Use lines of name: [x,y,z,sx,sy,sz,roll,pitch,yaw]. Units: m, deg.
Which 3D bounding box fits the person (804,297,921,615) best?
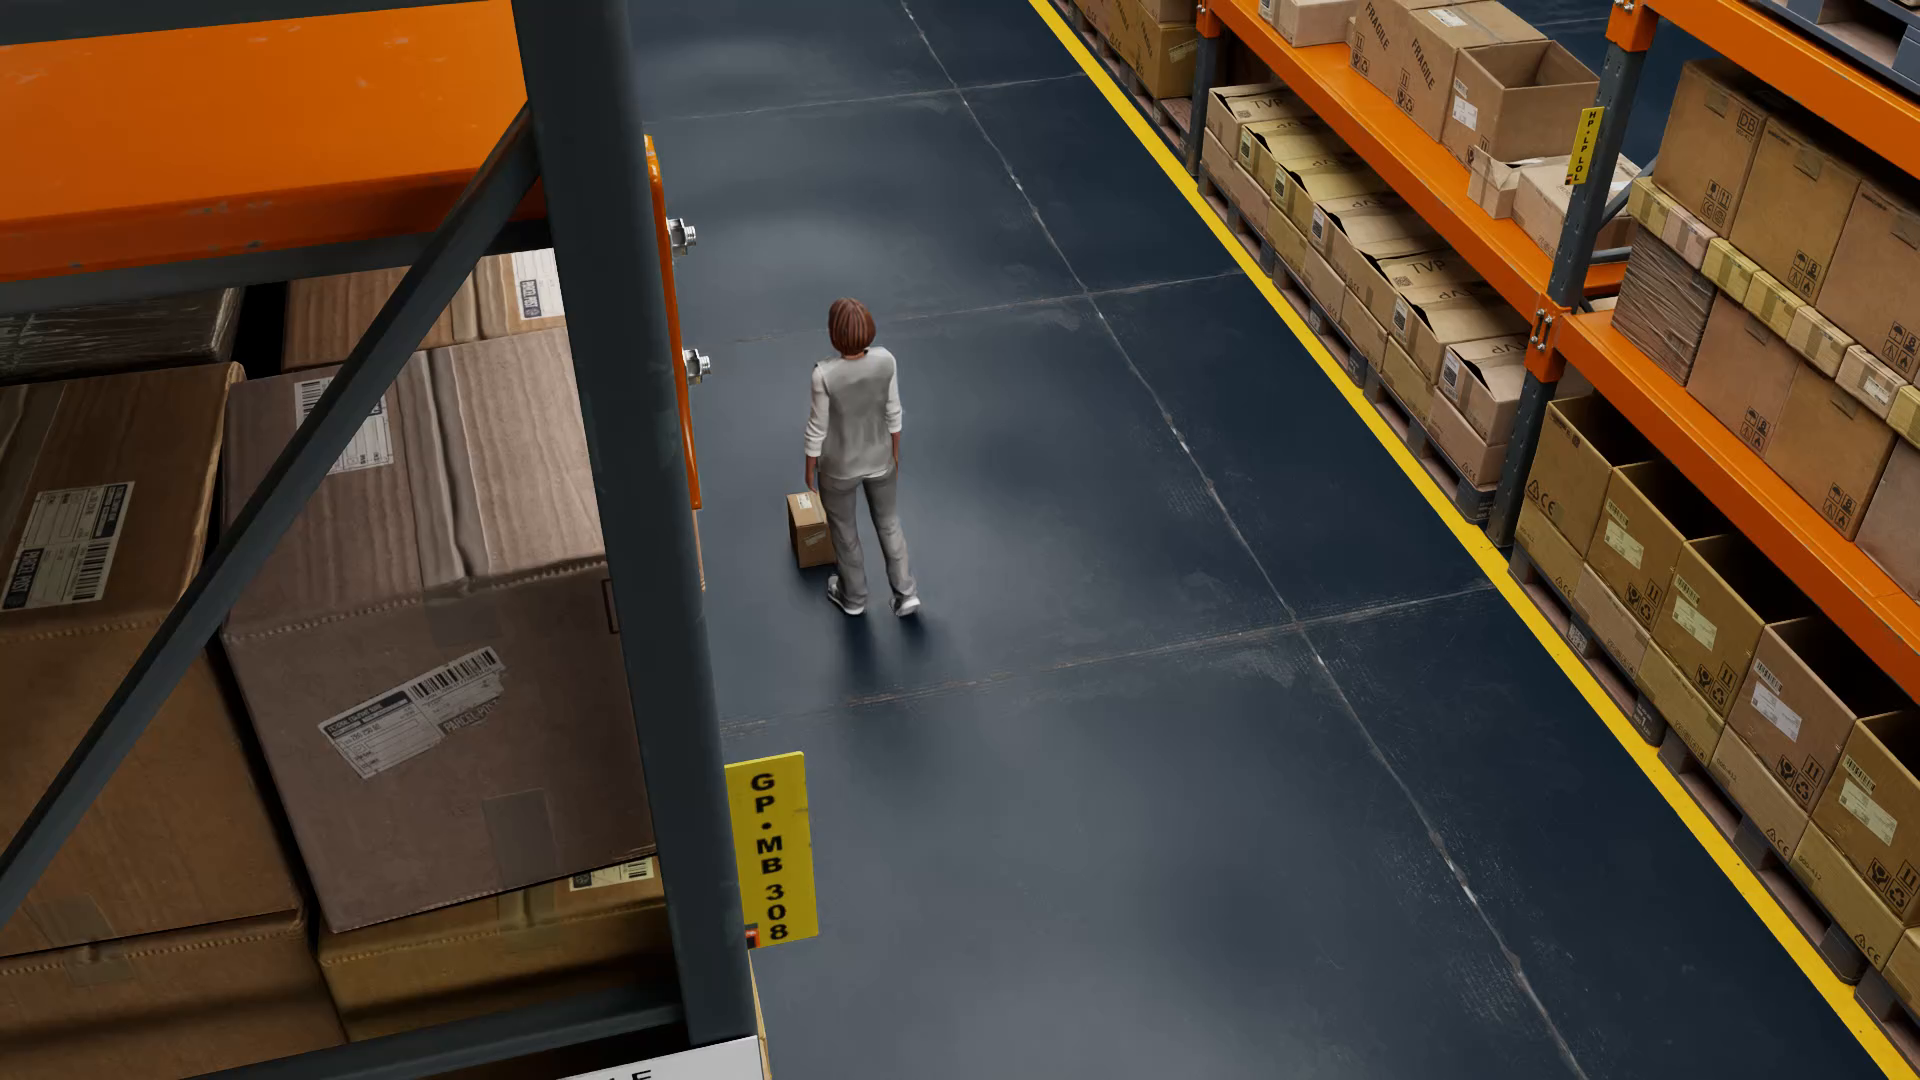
person: [-0.443,-0.258,7.111,0.437,1.551,0.419,-18,42,-21]
